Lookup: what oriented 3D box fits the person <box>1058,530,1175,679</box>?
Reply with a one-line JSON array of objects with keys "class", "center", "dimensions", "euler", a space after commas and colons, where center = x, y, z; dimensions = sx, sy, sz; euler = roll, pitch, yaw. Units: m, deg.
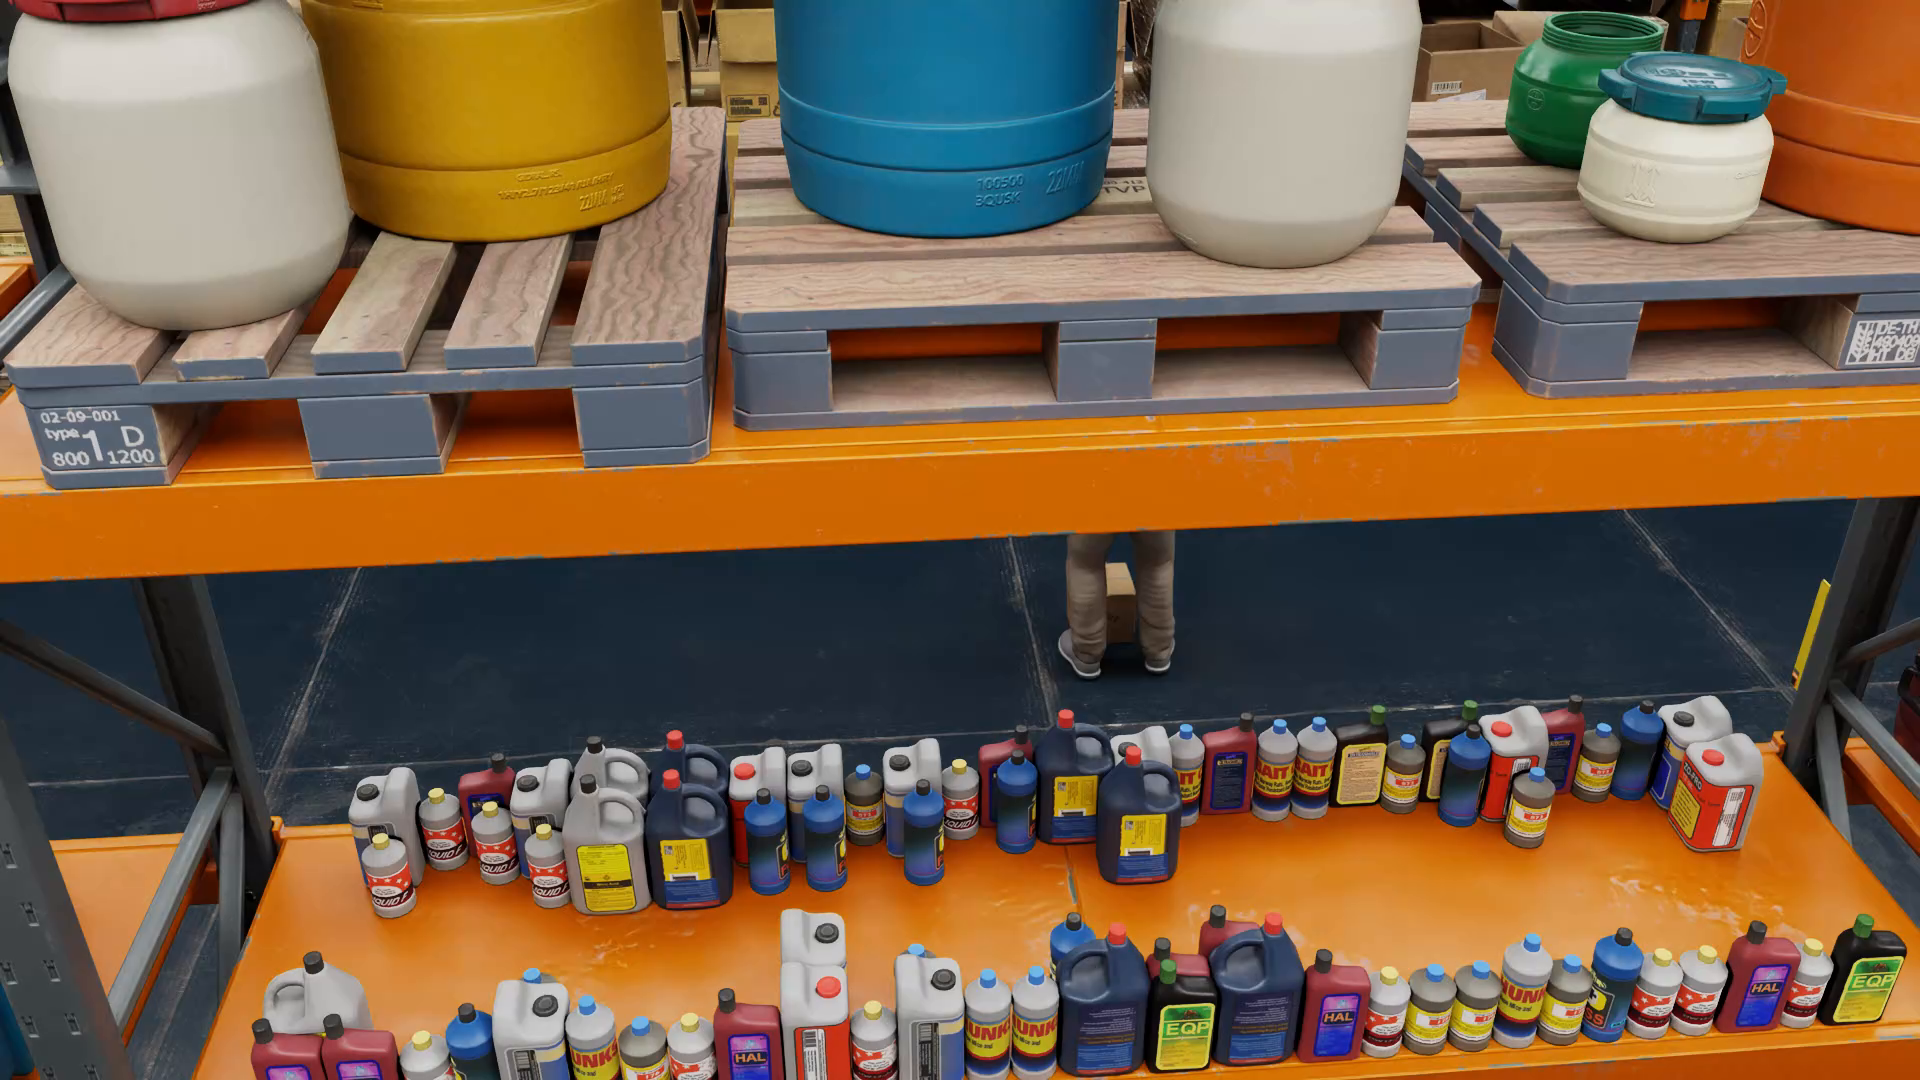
[{"class": "person", "center": [0.638, -0.230, 6.531], "dimensions": [0.580, 1.726, 0.394], "euler": [-4, 31, -6]}]
